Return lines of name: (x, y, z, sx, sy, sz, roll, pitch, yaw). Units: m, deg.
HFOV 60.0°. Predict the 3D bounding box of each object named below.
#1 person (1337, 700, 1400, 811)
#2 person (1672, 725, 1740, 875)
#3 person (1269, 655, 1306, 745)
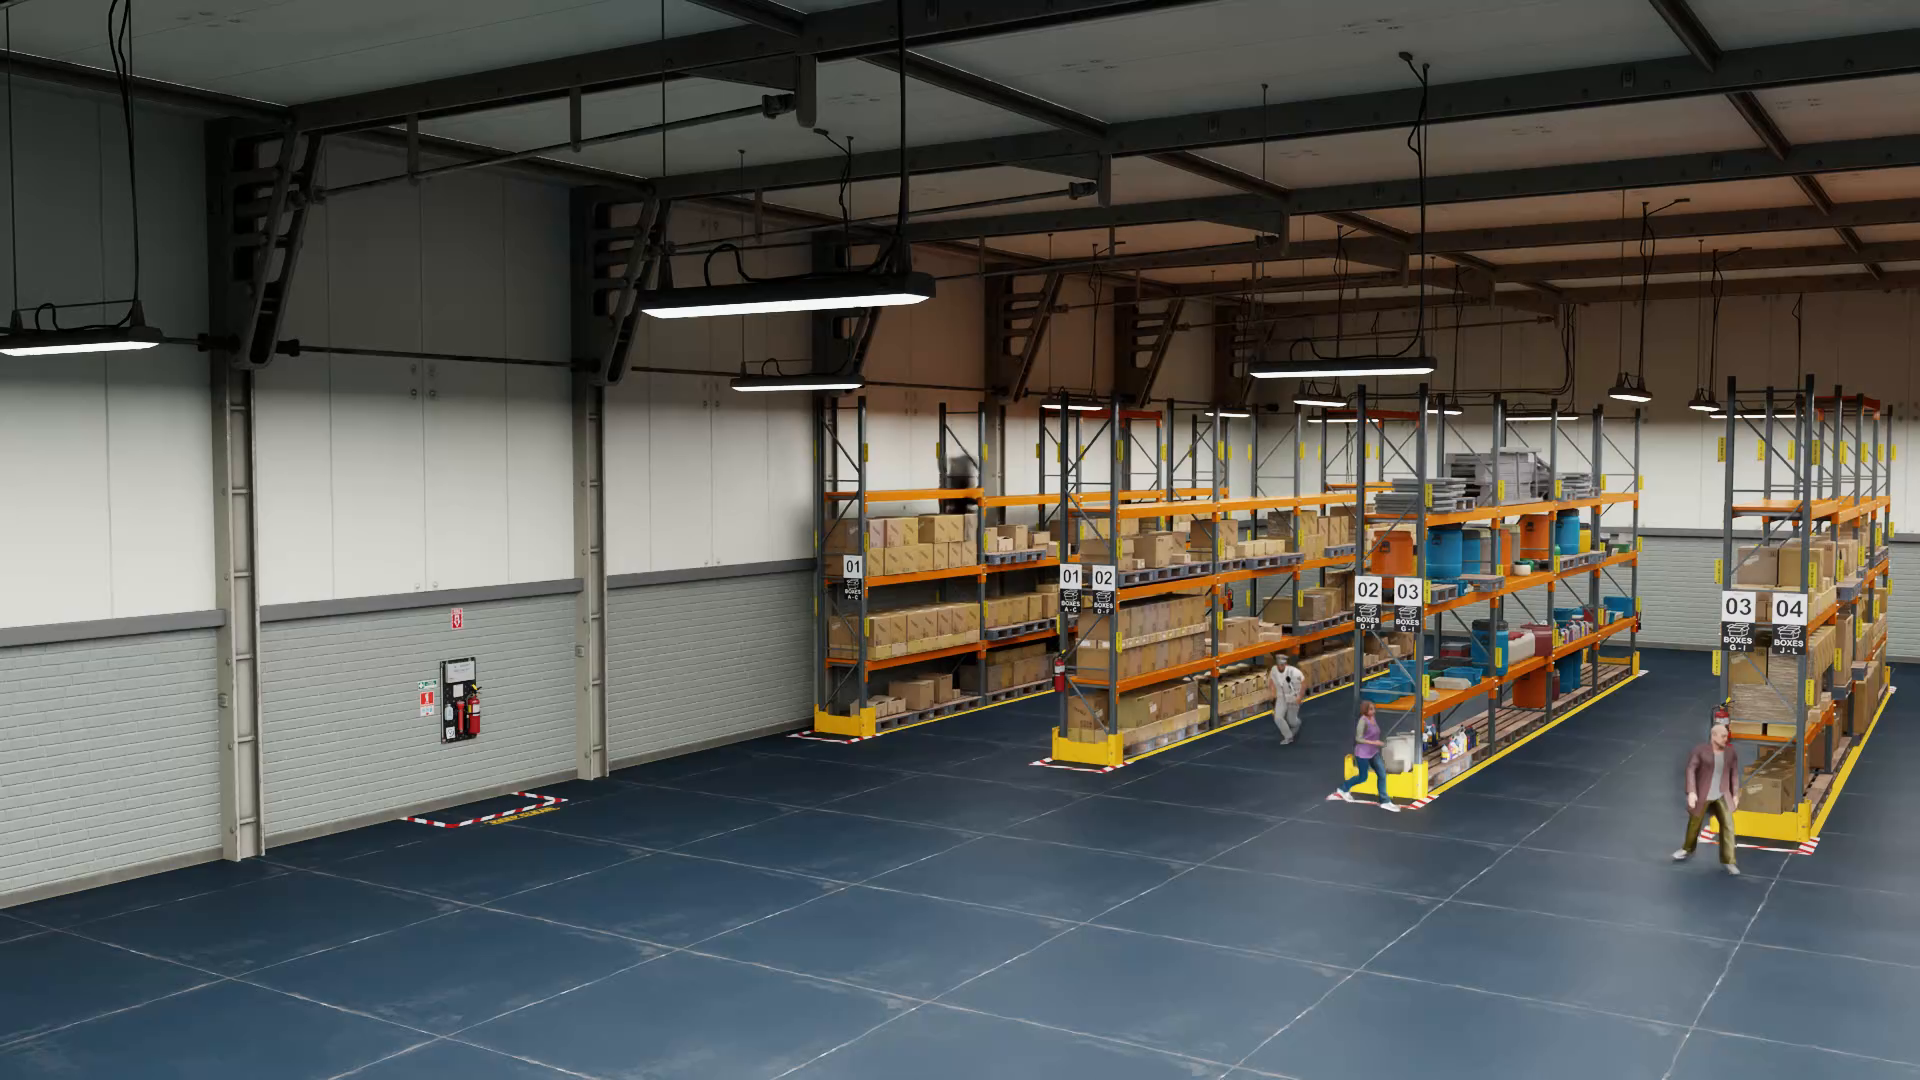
person: (5.625, 2.994, 23.179, 0.896, 1.557, 0.571, 3, 4, 43)
person: (9.051, 3.094, 20.028, 0.715, 1.703, 0.965, 0, 3, 6)
person: (5.657, 2.726, 28.559, 0.667, 1.573, 0.949, 2, 4, 31)
